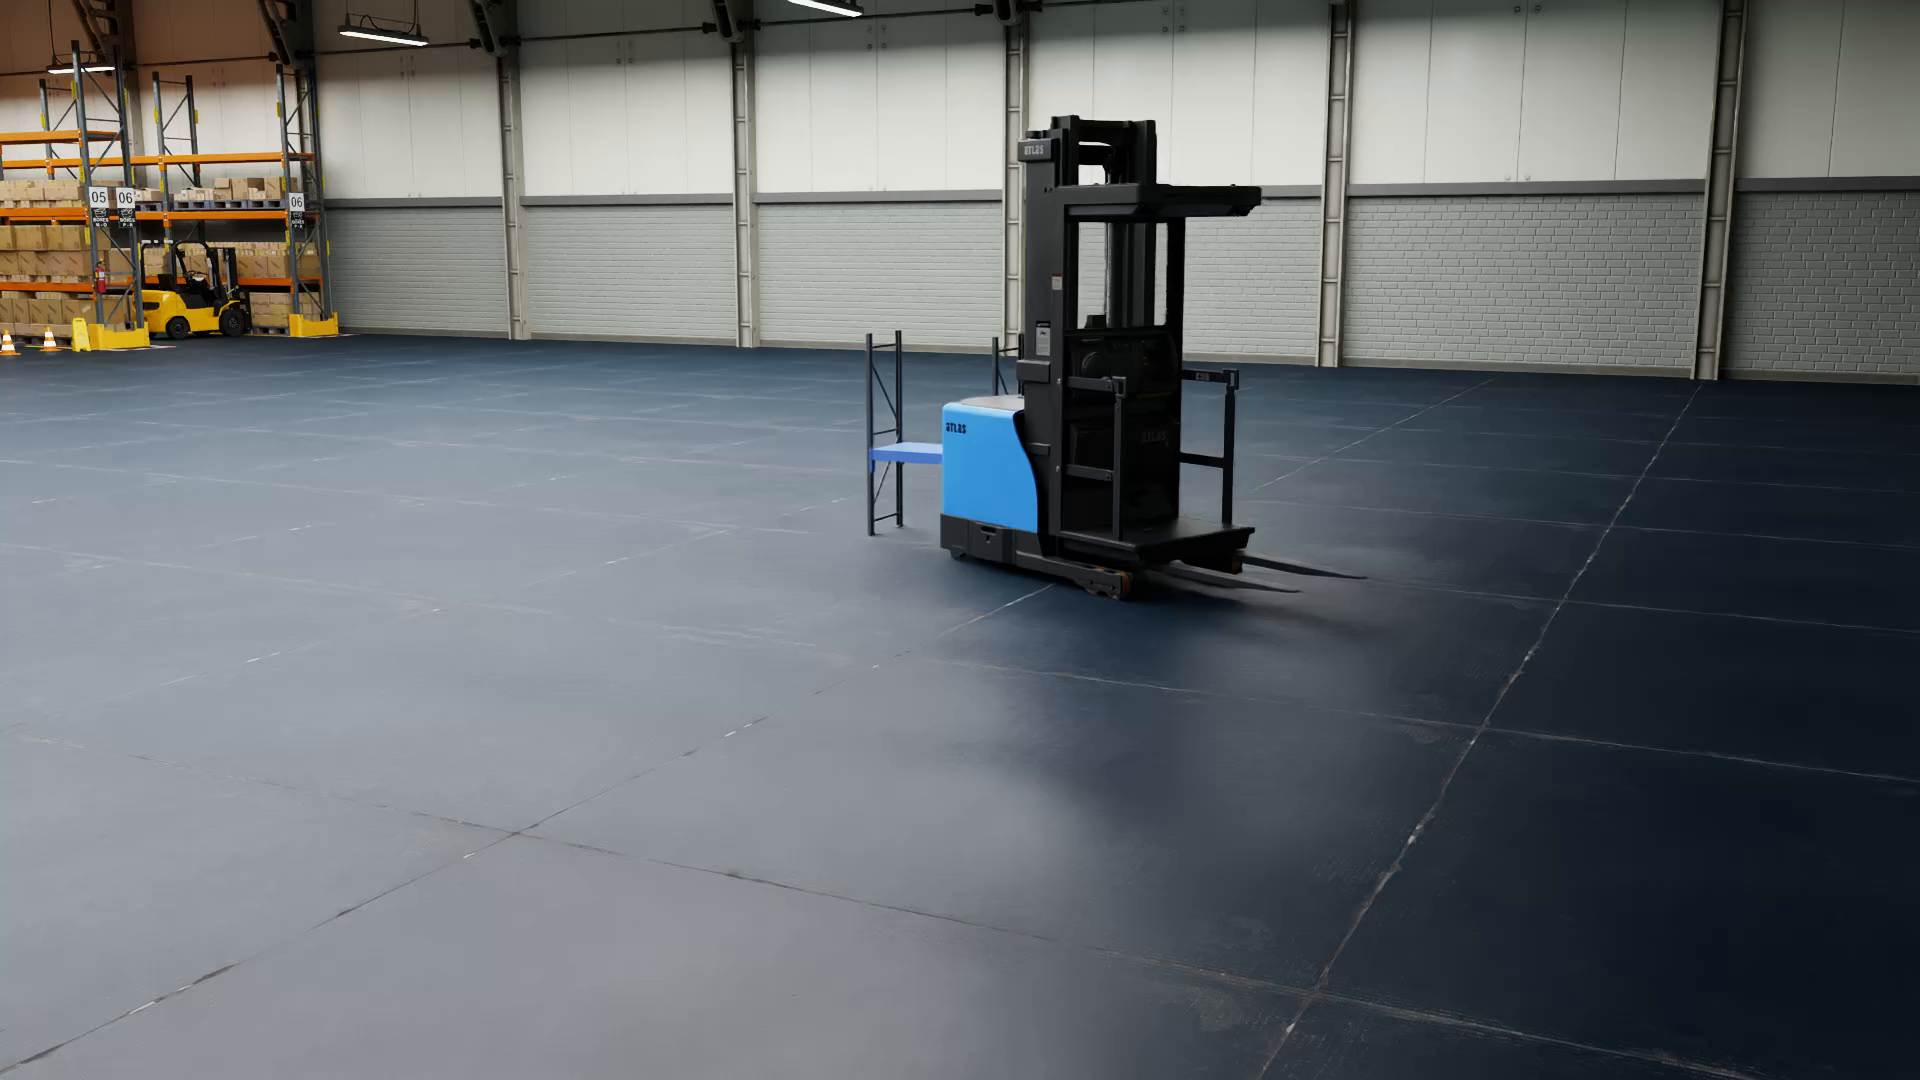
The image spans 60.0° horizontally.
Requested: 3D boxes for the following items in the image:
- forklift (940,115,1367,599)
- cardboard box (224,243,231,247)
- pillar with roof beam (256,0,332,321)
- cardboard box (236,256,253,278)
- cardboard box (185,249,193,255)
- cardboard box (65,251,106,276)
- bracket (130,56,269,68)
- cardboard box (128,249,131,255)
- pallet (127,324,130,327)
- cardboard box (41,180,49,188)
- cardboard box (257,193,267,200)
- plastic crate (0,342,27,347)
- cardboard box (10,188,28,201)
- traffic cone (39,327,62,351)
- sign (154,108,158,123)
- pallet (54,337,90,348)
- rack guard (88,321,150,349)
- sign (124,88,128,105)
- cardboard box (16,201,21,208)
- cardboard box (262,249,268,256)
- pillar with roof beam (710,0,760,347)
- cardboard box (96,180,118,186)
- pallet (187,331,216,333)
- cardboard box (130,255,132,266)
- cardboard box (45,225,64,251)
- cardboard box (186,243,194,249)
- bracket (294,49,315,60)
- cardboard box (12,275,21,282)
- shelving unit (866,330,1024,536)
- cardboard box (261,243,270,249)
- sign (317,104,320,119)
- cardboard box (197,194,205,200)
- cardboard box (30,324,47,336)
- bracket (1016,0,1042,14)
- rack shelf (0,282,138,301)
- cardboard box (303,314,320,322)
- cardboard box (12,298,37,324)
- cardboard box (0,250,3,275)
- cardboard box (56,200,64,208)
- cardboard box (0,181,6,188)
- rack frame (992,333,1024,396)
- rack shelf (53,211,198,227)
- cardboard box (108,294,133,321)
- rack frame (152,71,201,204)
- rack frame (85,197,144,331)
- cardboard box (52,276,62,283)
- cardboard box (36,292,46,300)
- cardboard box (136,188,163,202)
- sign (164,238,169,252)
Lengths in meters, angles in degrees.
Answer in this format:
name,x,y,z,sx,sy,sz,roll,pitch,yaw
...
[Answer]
name,x,y,z,sx,sy,sz,roll,pitch,yaw
forklift,1.182,-1.178,10.509,1.130,2.935,3.031,-8,13,-38
cardboard box,-16.893,-6.847,38.704,0.250,0.149,0.380,5,11,26
pillar with roof beam,-17.013,-8.659,34.806,0.548,9.000,9.100,5,11,26
cardboard box,-16.361,-6.324,38.471,0.500,0.500,0.500,5,11,25
cardboard box,-18.067,-6.792,39.233,0.250,0.149,0.380,5,12,27
cardboard box,-17.684,-5.597,33.616,0.500,0.500,0.500,5,11,25
bracket,-17.948,-11.297,39.273,4.783,0.066,0.076,5,11,26
cardboard box,-19.812,-6.946,40.084,0.250,0.149,0.380,5,11,24
pallet,-21.336,-5.383,41.379,1.213,0.211,1.003,5,11,26
cardboard box,-18.382,-7.219,33.739,0.250,0.149,0.380,5,11,26
cardboard box,-15.760,-7.821,37.842,0.250,0.149,0.380,5,11,24
plastic crate,-19.618,-4.026,34.253,0.583,0.080,0.402,1,10,6
cardboard box,-19.026,-7.068,34.023,0.500,0.250,0.500,5,11,26
traffic cone,-18.032,-3.982,32.933,0.334,0.463,0.336,5,11,26
sign,-18.699,-9.874,38.674,0.005,0.325,0.100,5,11,26
pallet,-17.857,-4.106,34.325,1.213,0.211,1.003,5,11,26
rack guard,-17.144,-4.179,33.914,0.348,0.500,1.175,5,11,26
sign,-16.835,-8.940,33.513,0.005,0.325,0.100,5,11,26
cardboard box,-19.107,-6.885,34.130,0.250,0.149,0.380,5,11,26
cardboard box,-15.766,-6.592,38.130,0.250,0.149,0.380,5,12,27
pillar with roof beam,-6.252,-7.713,29.581,0.548,9.000,9.100,5,11,26
cardboard box,-17.304,-7.208,33.678,0.250,0.149,0.380,5,11,25
pallet,-17.775,-5.069,39.647,1.213,0.211,1.003,5,11,26
cardboard box,-19.944,-6.761,40.184,0.500,0.250,0.500,5,12,27
cardboard box,-18.081,-6.137,33.791,0.500,0.500,0.700,5,11,26
cardboard box,-18.033,-6.950,39.270,0.250,0.149,0.380,5,11,27
bracket,-14.893,-11.028,37.790,0.430,0.232,0.235,5,11,26
cardboard box,-19.379,-5.416,34.437,0.250,0.149,0.380,5,11,26
shelving unit,-0.108,-0.771,12.278,1.048,1.500,0.538,5,11,26
cardboard box,-15.779,-6.736,38.087,0.250,0.149,0.380,5,12,27
sign,-14.632,-9.773,37.896,0.005,0.325,0.100,5,11,26
cardboard box,-17.513,-7.975,38.693,0.250,0.149,0.380,5,12,28
cardboard box,-18.852,-4.359,34.436,0.500,0.250,0.500,5,11,24
bracket,1.249,-9.610,29.953,0.430,0.232,0.235,5,11,26
rack shelf,-18.869,-5.206,34.593,4.000,0.370,1.077,5,11,26
cardboard box,-15.237,-5.119,38.634,0.500,0.250,0.500,5,11,26
cardboard box,-19.304,-4.769,34.596,0.500,0.500,0.500,6,12,29
cardboard box,-19.931,-5.798,34.729,0.500,0.500,0.500,5,11,26
cardboard box,-17.980,-6.779,33.548,0.250,0.149,0.380,5,12,28
cardboard box,-19.577,-7.311,34.247,0.250,0.149,0.380,5,11,24
rack frame,0.348,-0.731,12.059,0.032,1.500,0.500,5,11,26
rack shelf,-20.263,-7.790,40.450,4.000,0.370,1.077,5,11,26
cardboard box,-20.310,-5.710,40.844,0.625,0.625,0.875,5,11,23
rack frame,-18.470,-9.463,39.248,0.127,3.000,1.000,5,11,26
rack frame,-17.076,-5.403,33.659,0.127,3.000,1.000,5,11,26
cardboard box,-18.247,-5.316,33.883,0.250,0.149,0.380,5,12,27
cardboard box,-18.728,-5.025,34.189,0.250,0.149,0.380,6,12,28
cardboard box,-19.227,-8.217,39.577,0.500,0.311,0.500,5,11,24
sign,-18.701,-6.954,39.203,0.005,0.325,0.100,5,11,26
